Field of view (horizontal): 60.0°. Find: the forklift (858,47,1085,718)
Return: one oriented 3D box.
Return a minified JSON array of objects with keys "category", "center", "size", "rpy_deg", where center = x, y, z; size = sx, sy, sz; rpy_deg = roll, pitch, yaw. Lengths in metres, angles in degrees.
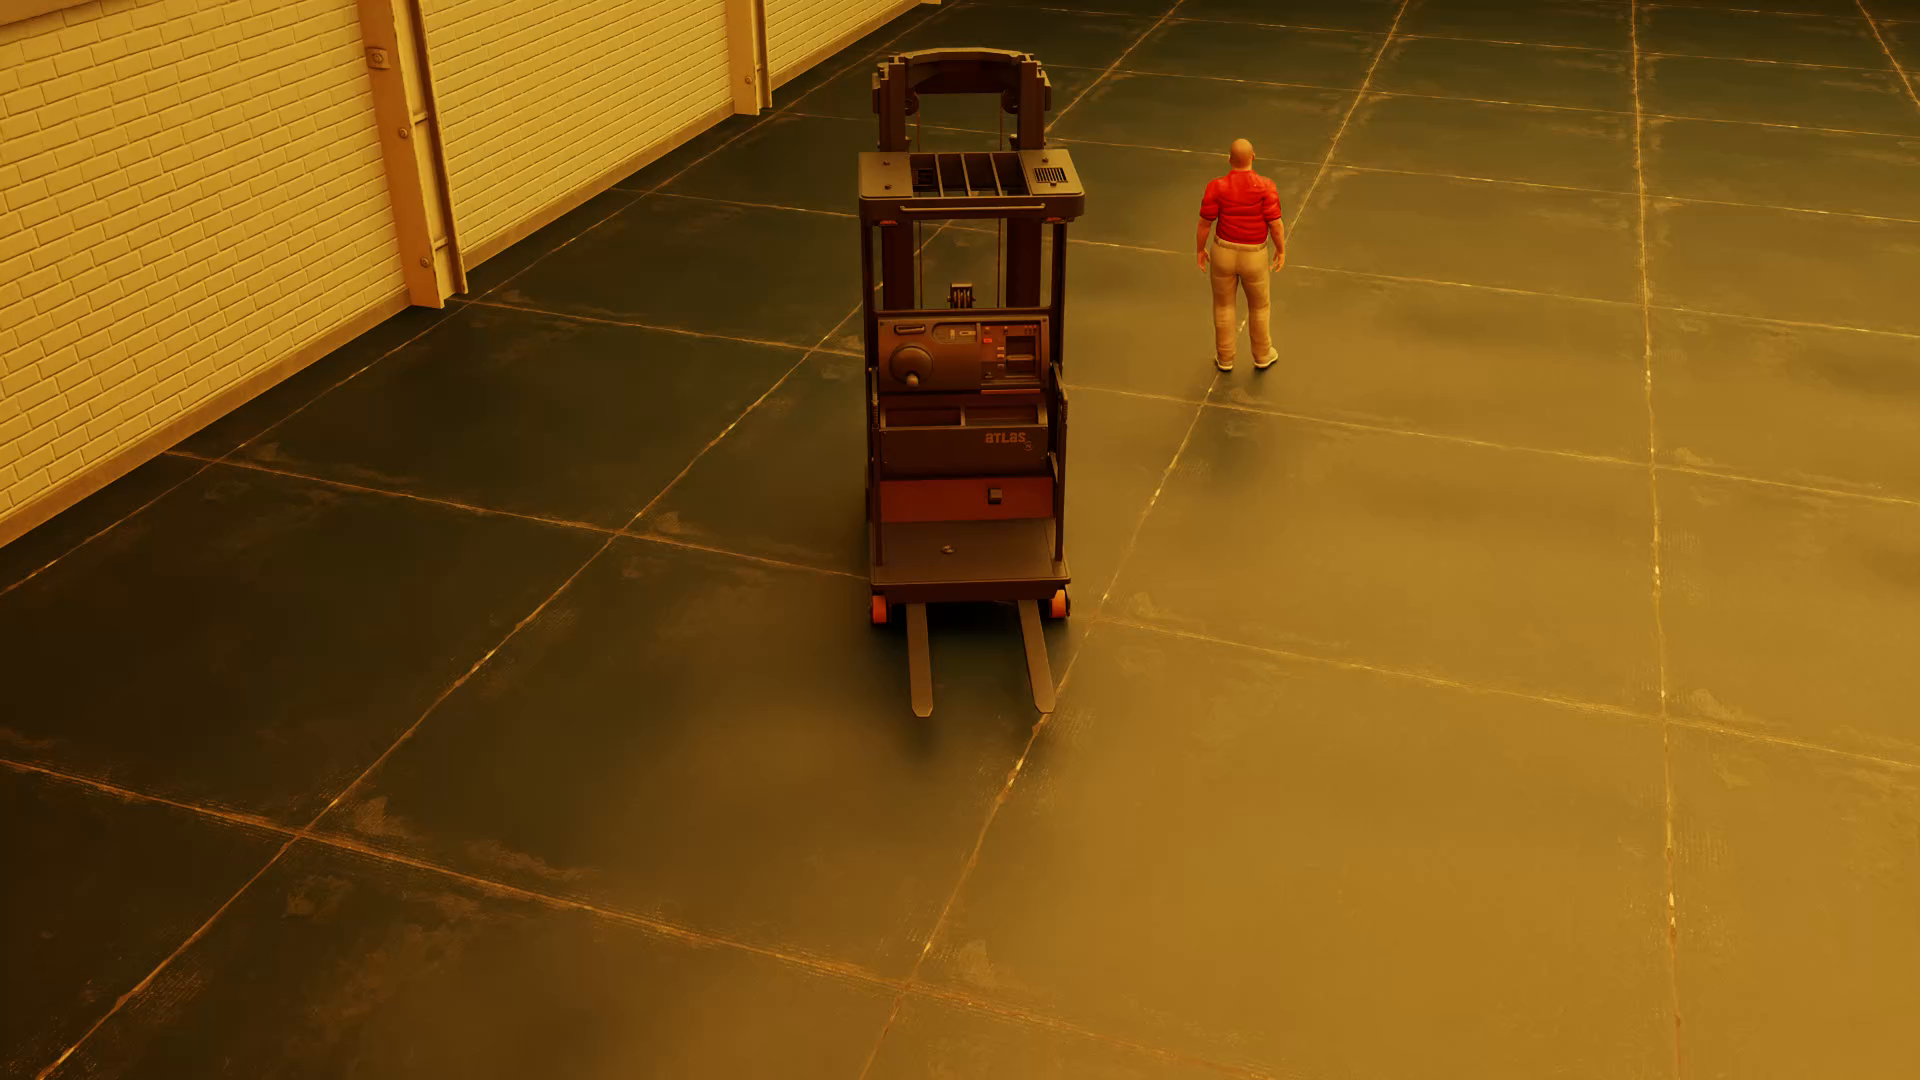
[{"category":"forklift","center":[0.035,-0.972,8.842],"size":[1.130,2.935,3.031],"rpy_deg":[-2,30,-3]}]

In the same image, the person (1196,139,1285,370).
[{"category":"person","center":[2.024,-2.061,11.950],"size":[0.640,1.727,0.551],"rpy_deg":[7,30,13]}]
